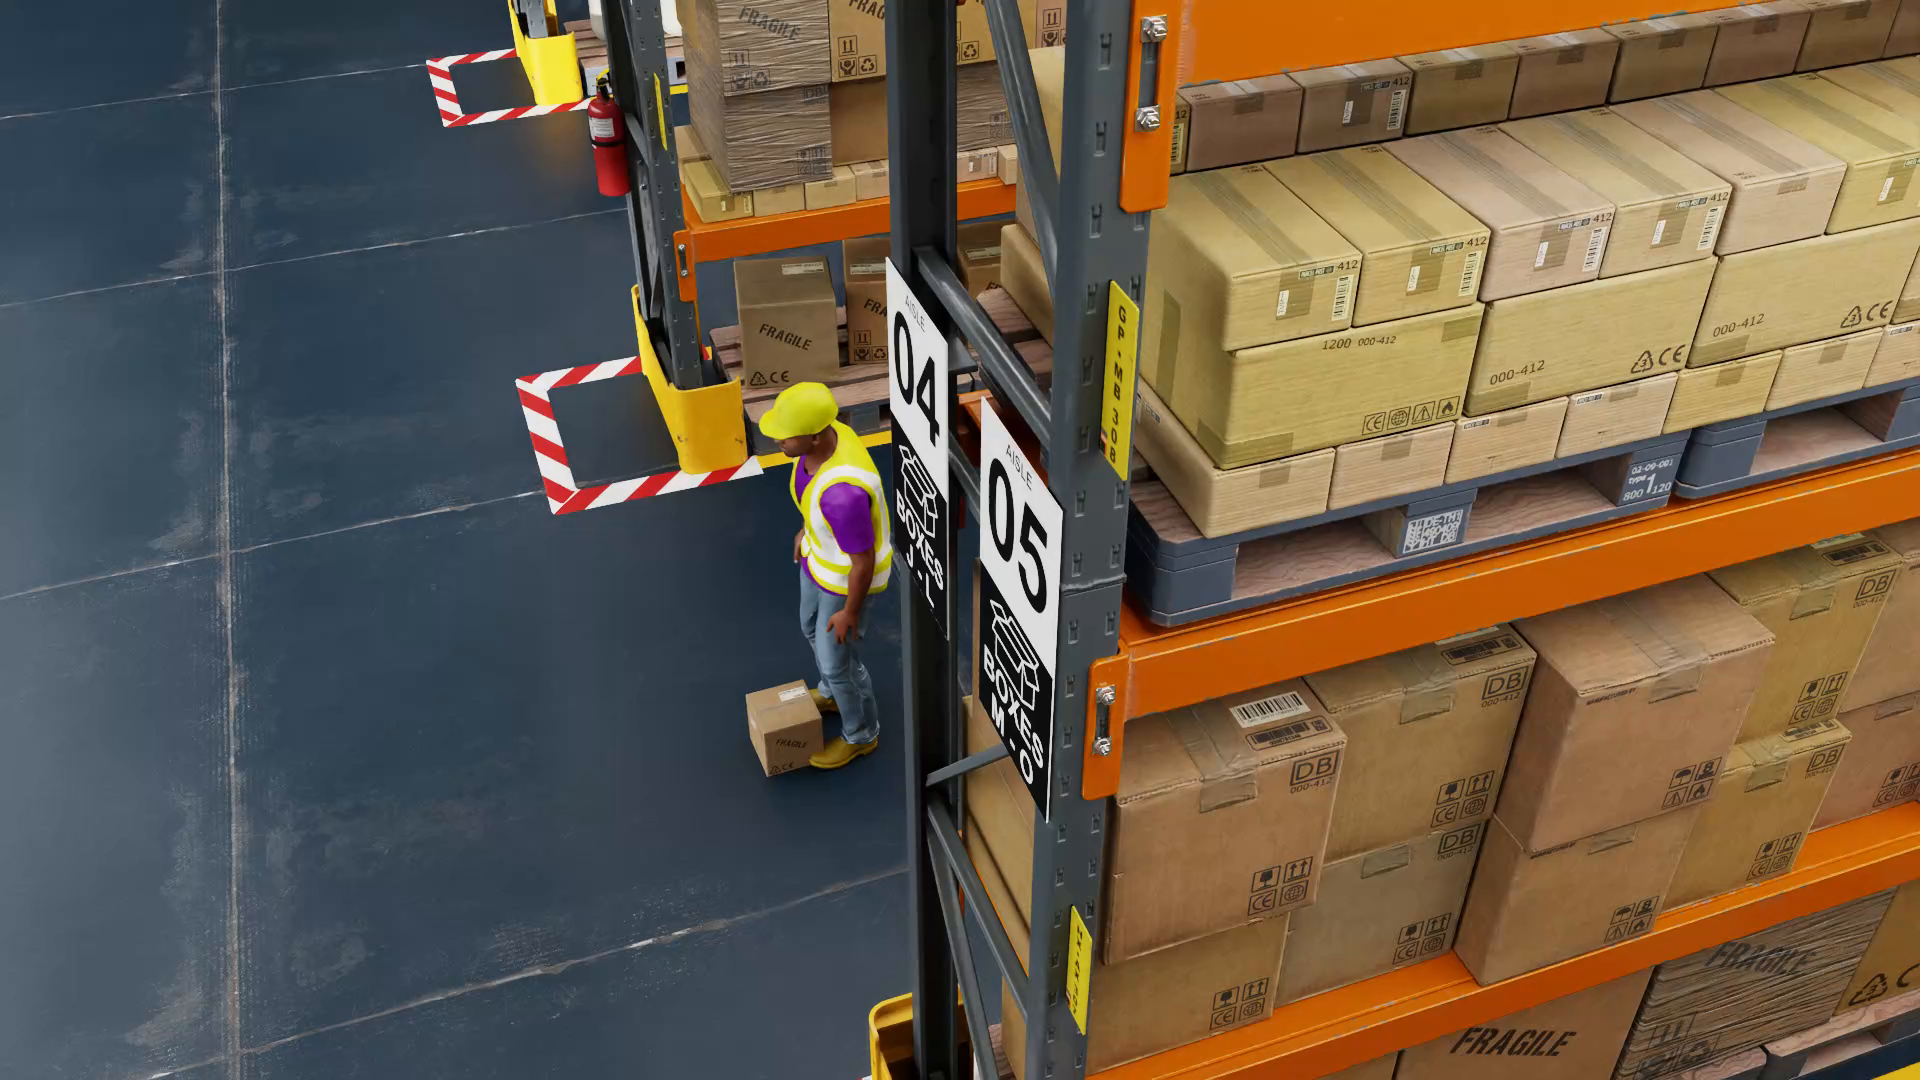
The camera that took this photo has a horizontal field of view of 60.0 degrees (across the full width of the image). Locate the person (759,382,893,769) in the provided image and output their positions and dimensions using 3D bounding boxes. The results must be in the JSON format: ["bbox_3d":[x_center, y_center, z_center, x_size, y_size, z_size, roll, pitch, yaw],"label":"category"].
[{"bbox_3d":[-0.509,0.121,6.482,0.460,1.756,0.625,-13,39,-16],"label":"person"}]
